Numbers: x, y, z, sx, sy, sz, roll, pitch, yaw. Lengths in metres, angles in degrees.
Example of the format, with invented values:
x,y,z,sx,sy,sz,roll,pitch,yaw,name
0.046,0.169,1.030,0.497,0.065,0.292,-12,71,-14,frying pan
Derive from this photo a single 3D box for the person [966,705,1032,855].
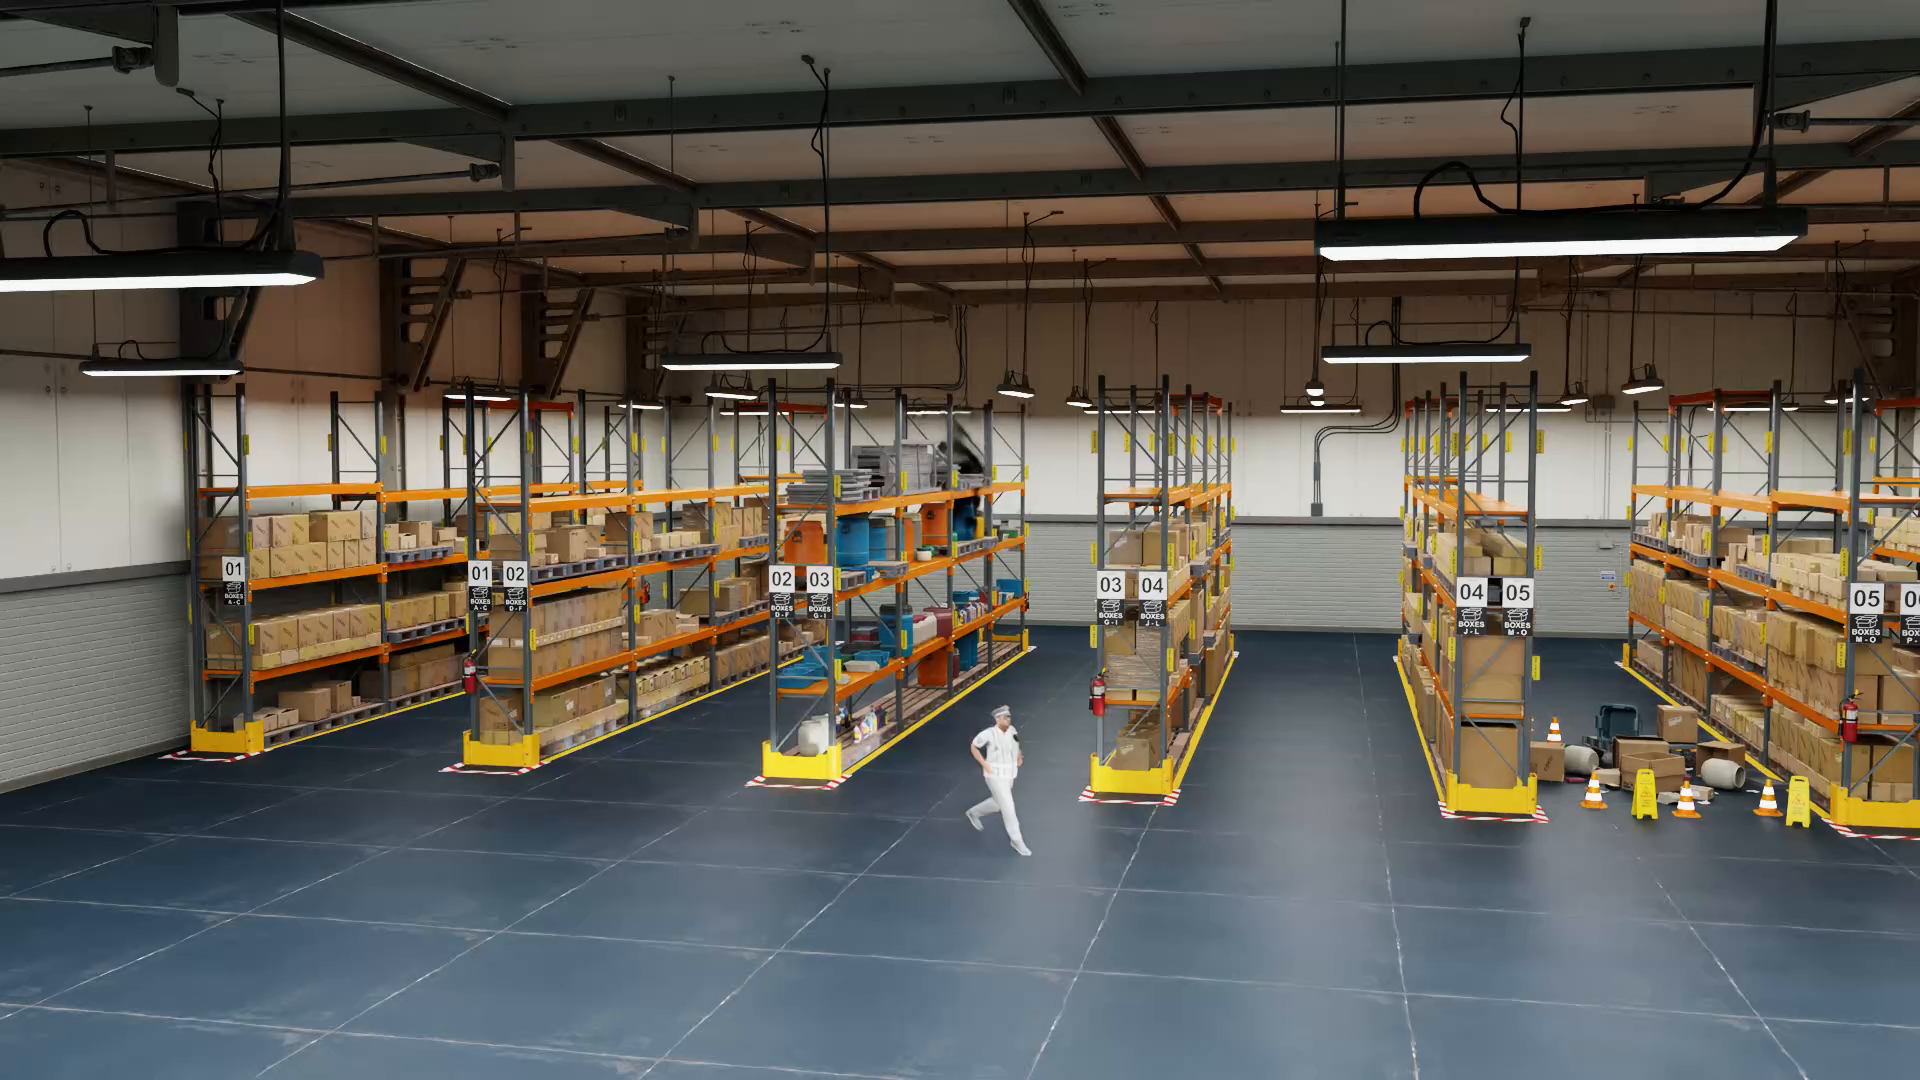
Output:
x,y,z,sx,sy,sz,roll,pitch,yaw,name
0.498,2.943,20.726,1.139,1.808,0.628,3,4,38,person

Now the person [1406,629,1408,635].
x,y,z,sx,sy,sz,roll,pitch,yaw,name
10.855,1.906,39.311,0.928,1.801,0.746,0,3,3,person
